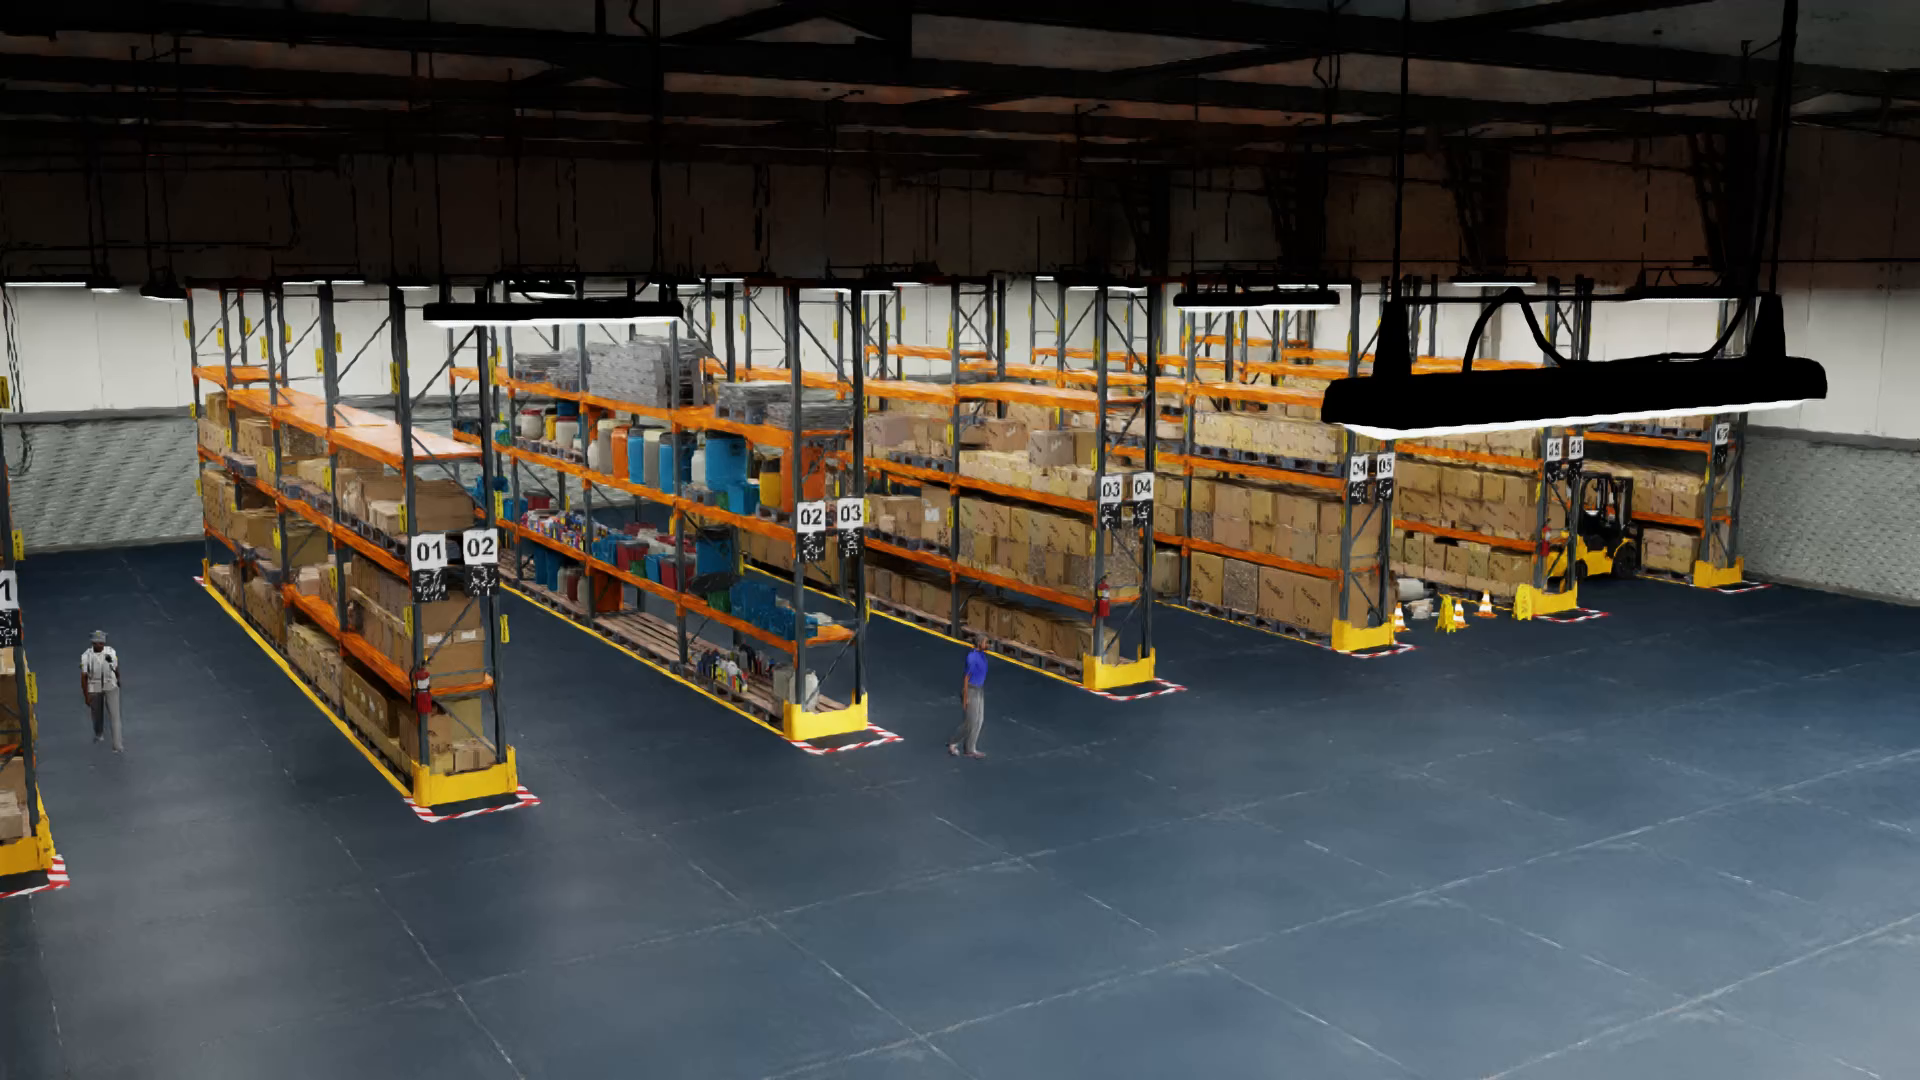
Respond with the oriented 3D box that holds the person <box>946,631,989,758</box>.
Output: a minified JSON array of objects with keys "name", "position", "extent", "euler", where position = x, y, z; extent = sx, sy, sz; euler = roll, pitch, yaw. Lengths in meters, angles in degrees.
[{"name":"person","position":[0.091,1.980,21.319],"extent":[0.518,1.648,0.525],"euler":[4,10,21]}]

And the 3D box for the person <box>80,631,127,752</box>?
[{"name":"person","position":[-11.161,1.931,21.623],"extent":[0.456,1.580,1.087],"euler":[-5,11,-29]}]

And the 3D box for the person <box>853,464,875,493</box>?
[{"name":"person","position":[-2.473,-1.755,43.131],"extent":[0.582,1.775,0.577],"euler":[0,10,2]}]

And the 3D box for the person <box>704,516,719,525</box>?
[{"name":"person","position":[-5.027,-0.099,33.553],"extent":[0.553,1.643,0.561],"euler":[-1,10,-4]}]
